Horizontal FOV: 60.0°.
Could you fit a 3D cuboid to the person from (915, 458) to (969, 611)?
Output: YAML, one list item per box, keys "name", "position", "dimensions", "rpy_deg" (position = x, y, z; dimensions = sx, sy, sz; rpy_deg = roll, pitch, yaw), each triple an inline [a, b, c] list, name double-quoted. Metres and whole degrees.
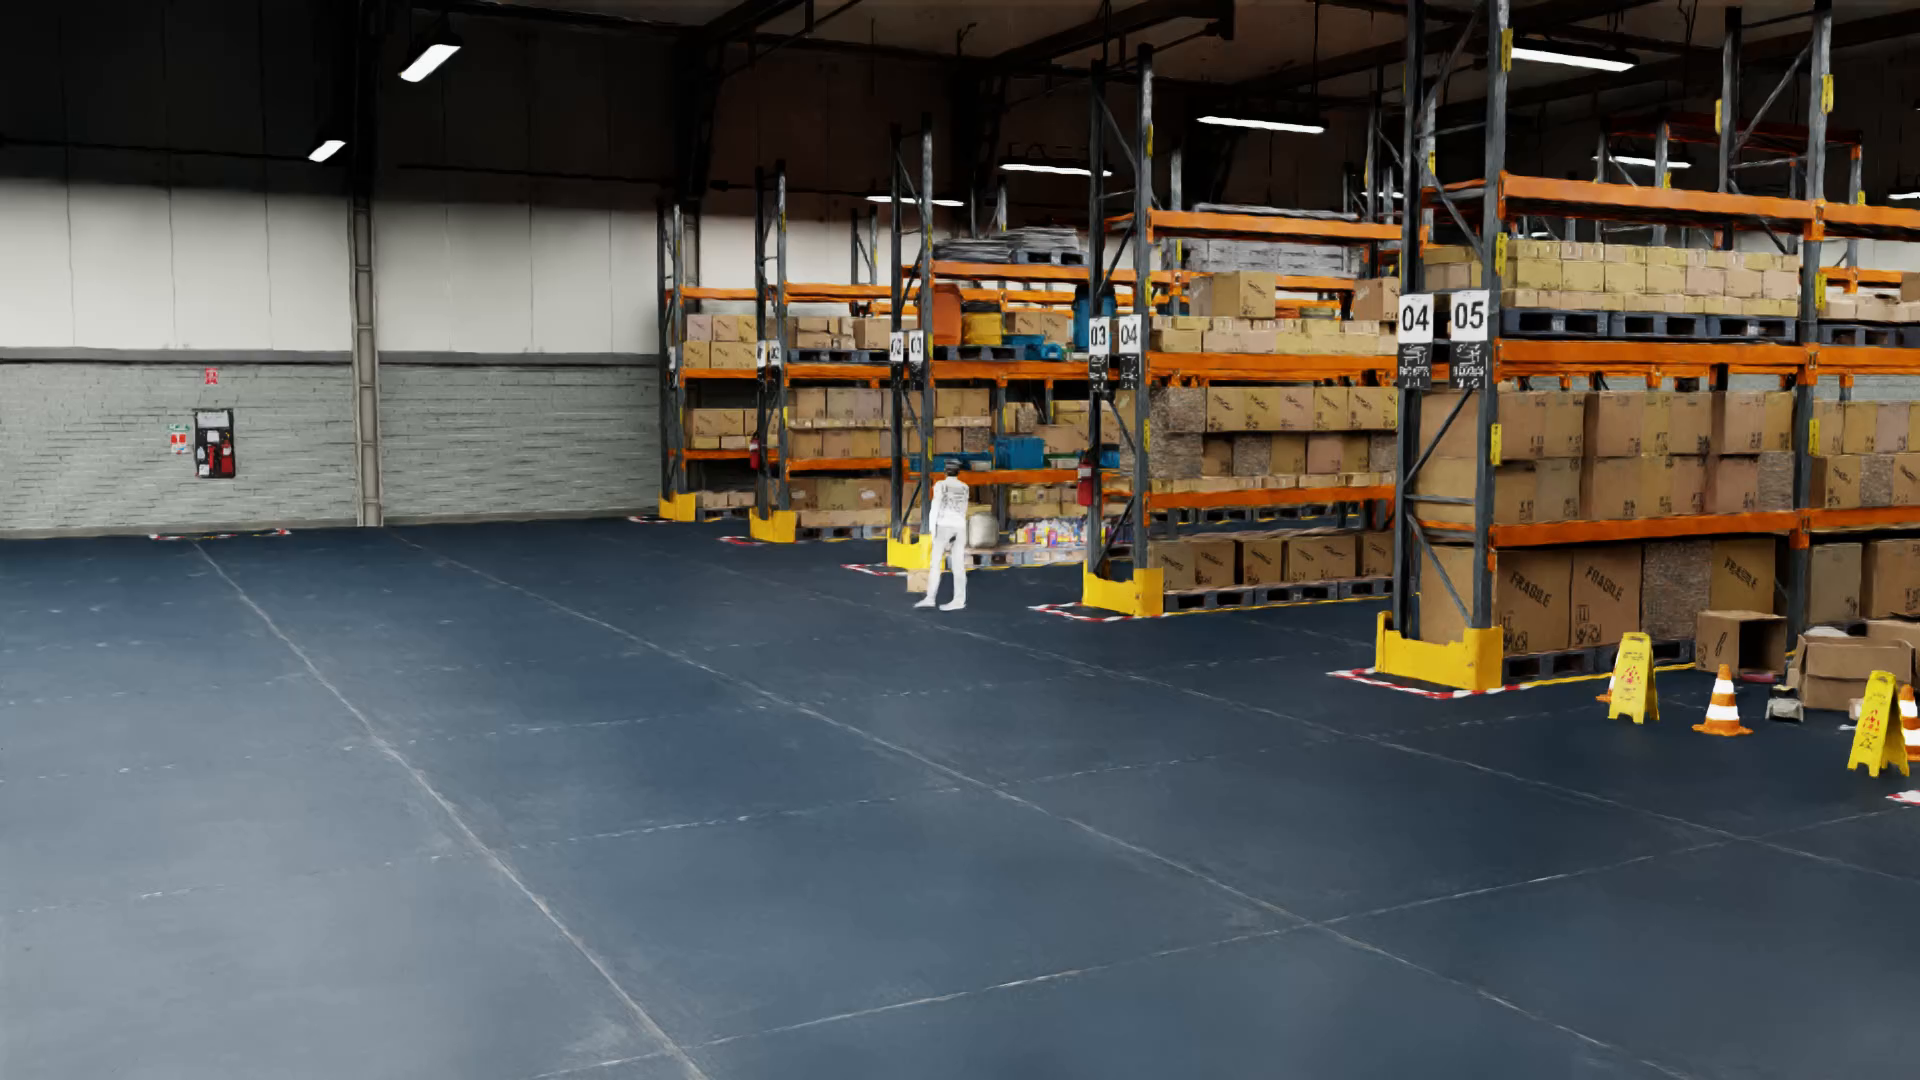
- name: "person"
  position: [-0.146, -0.068, 18.264]
  dimensions: [0.565, 1.663, 0.568]
  rpy_deg: [-2, 6, -25]
